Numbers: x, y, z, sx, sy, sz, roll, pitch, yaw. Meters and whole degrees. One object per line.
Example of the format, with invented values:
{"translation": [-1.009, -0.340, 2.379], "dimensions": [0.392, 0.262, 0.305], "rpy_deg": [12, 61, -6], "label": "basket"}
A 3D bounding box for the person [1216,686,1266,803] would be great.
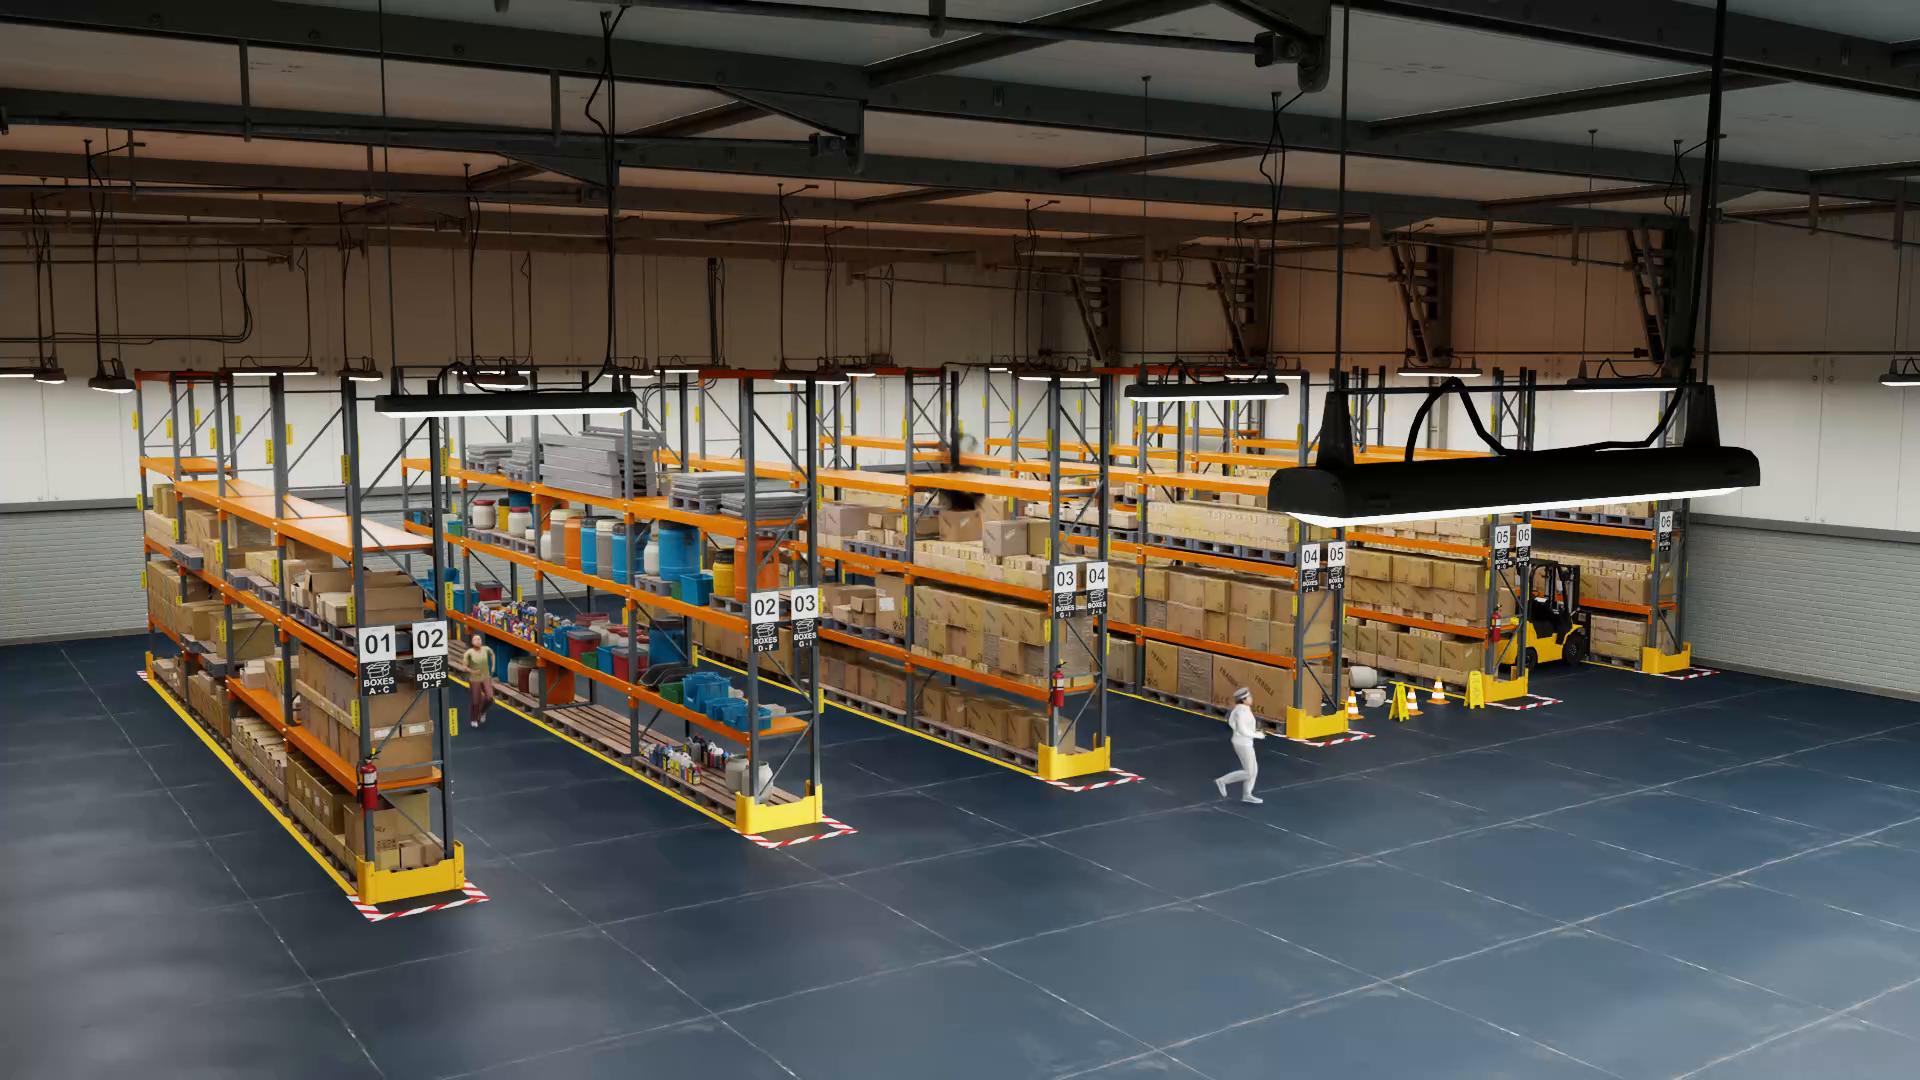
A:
{"translation": [3.935, 2.872, 23.365], "dimensions": [0.687, 1.659, 0.614], "rpy_deg": [0, 6, 2], "label": "person"}

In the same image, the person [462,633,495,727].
{"translation": [-8.074, 2.361, 27.988], "dimensions": [0.596, 1.622, 0.716], "rpy_deg": [-4, 7, -30], "label": "person"}

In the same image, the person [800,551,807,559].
{"translation": [-4.099, 0.859, 41.688], "dimensions": [0.720, 1.551, 0.656], "rpy_deg": [-2, 7, -19], "label": "person"}

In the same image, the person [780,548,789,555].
{"translation": [-4.208, 1.017, 39.488], "dimensions": [0.699, 1.758, 0.664], "rpy_deg": [-2, 7, -19], "label": "person"}
